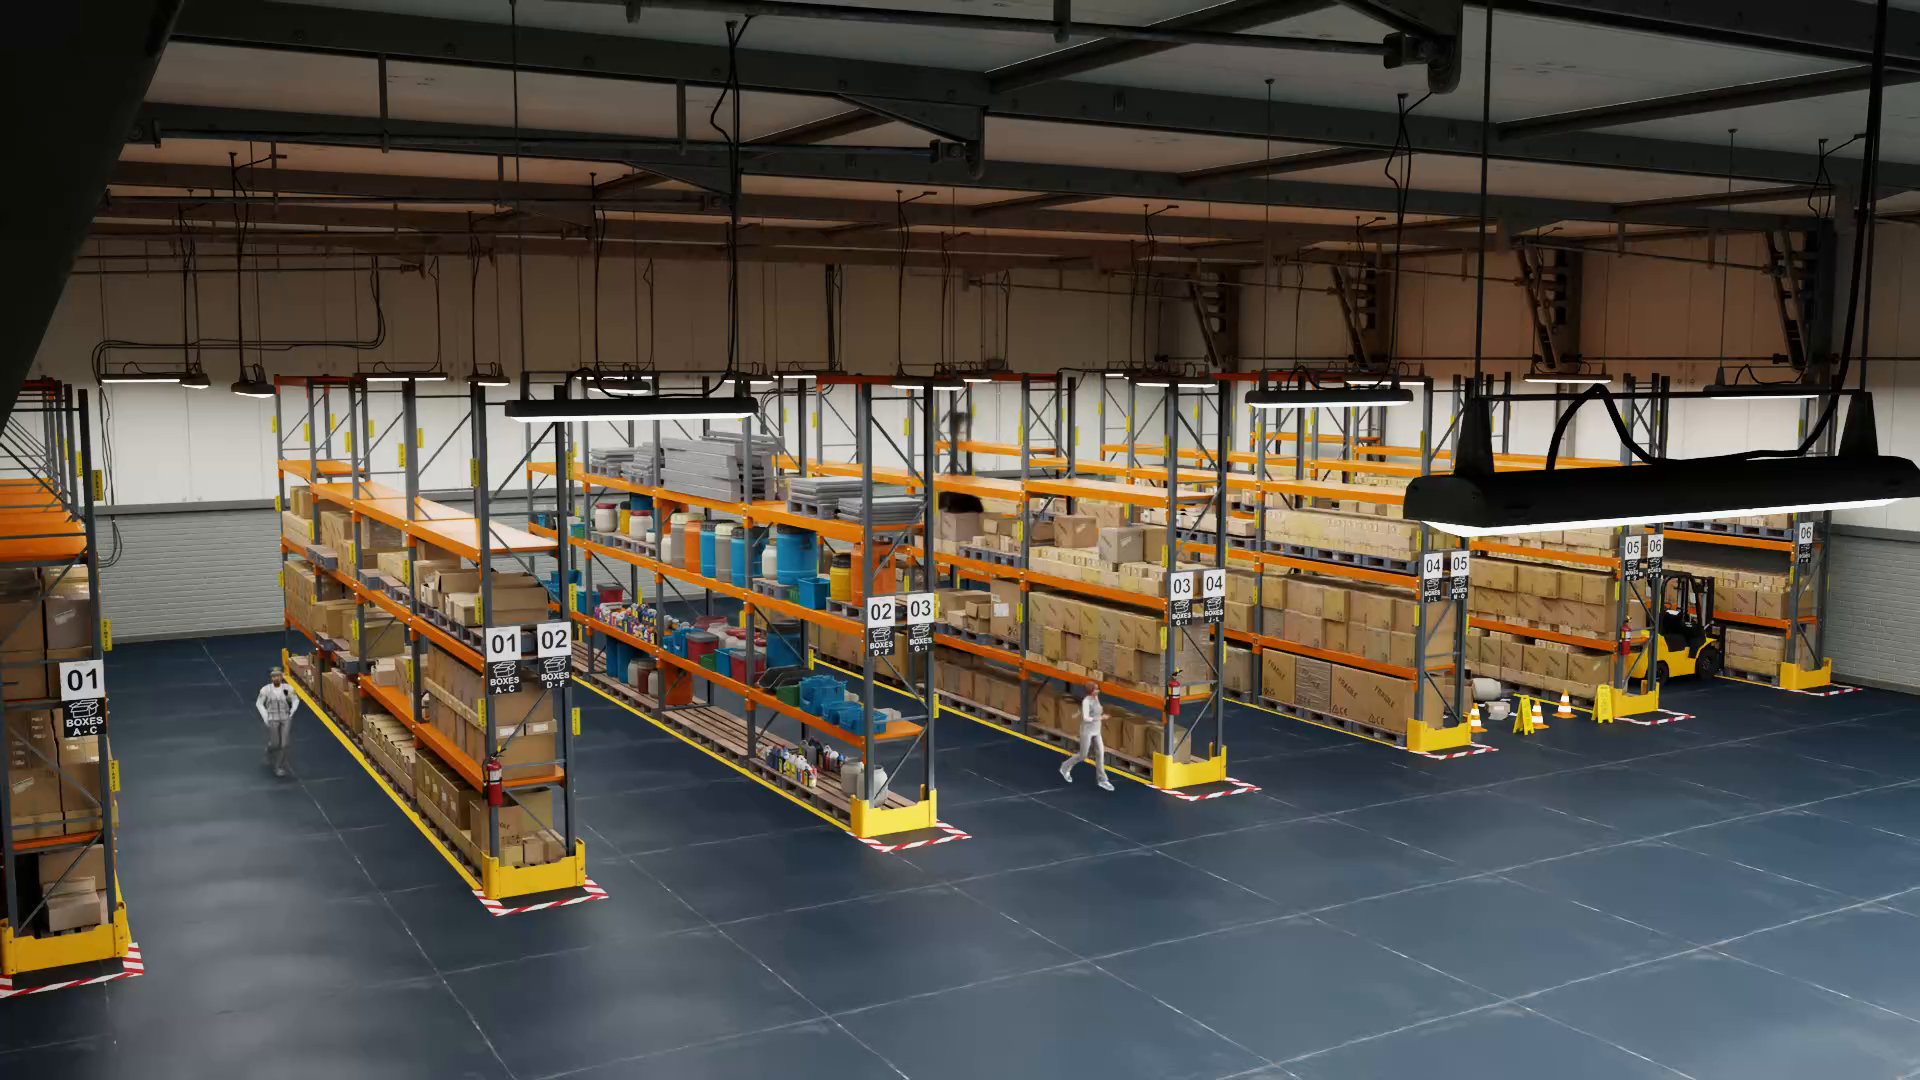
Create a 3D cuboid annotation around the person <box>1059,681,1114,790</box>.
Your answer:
[{"bbox_3d":[1.876,2.848,24.408,0.890,1.585,0.534,4,7,33],"label":"person"}]

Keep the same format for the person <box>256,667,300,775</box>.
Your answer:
[{"bbox_3d":[-10.388,2.744,25.376,0.609,1.667,0.585,-4,7,-30],"label":"person"}]
